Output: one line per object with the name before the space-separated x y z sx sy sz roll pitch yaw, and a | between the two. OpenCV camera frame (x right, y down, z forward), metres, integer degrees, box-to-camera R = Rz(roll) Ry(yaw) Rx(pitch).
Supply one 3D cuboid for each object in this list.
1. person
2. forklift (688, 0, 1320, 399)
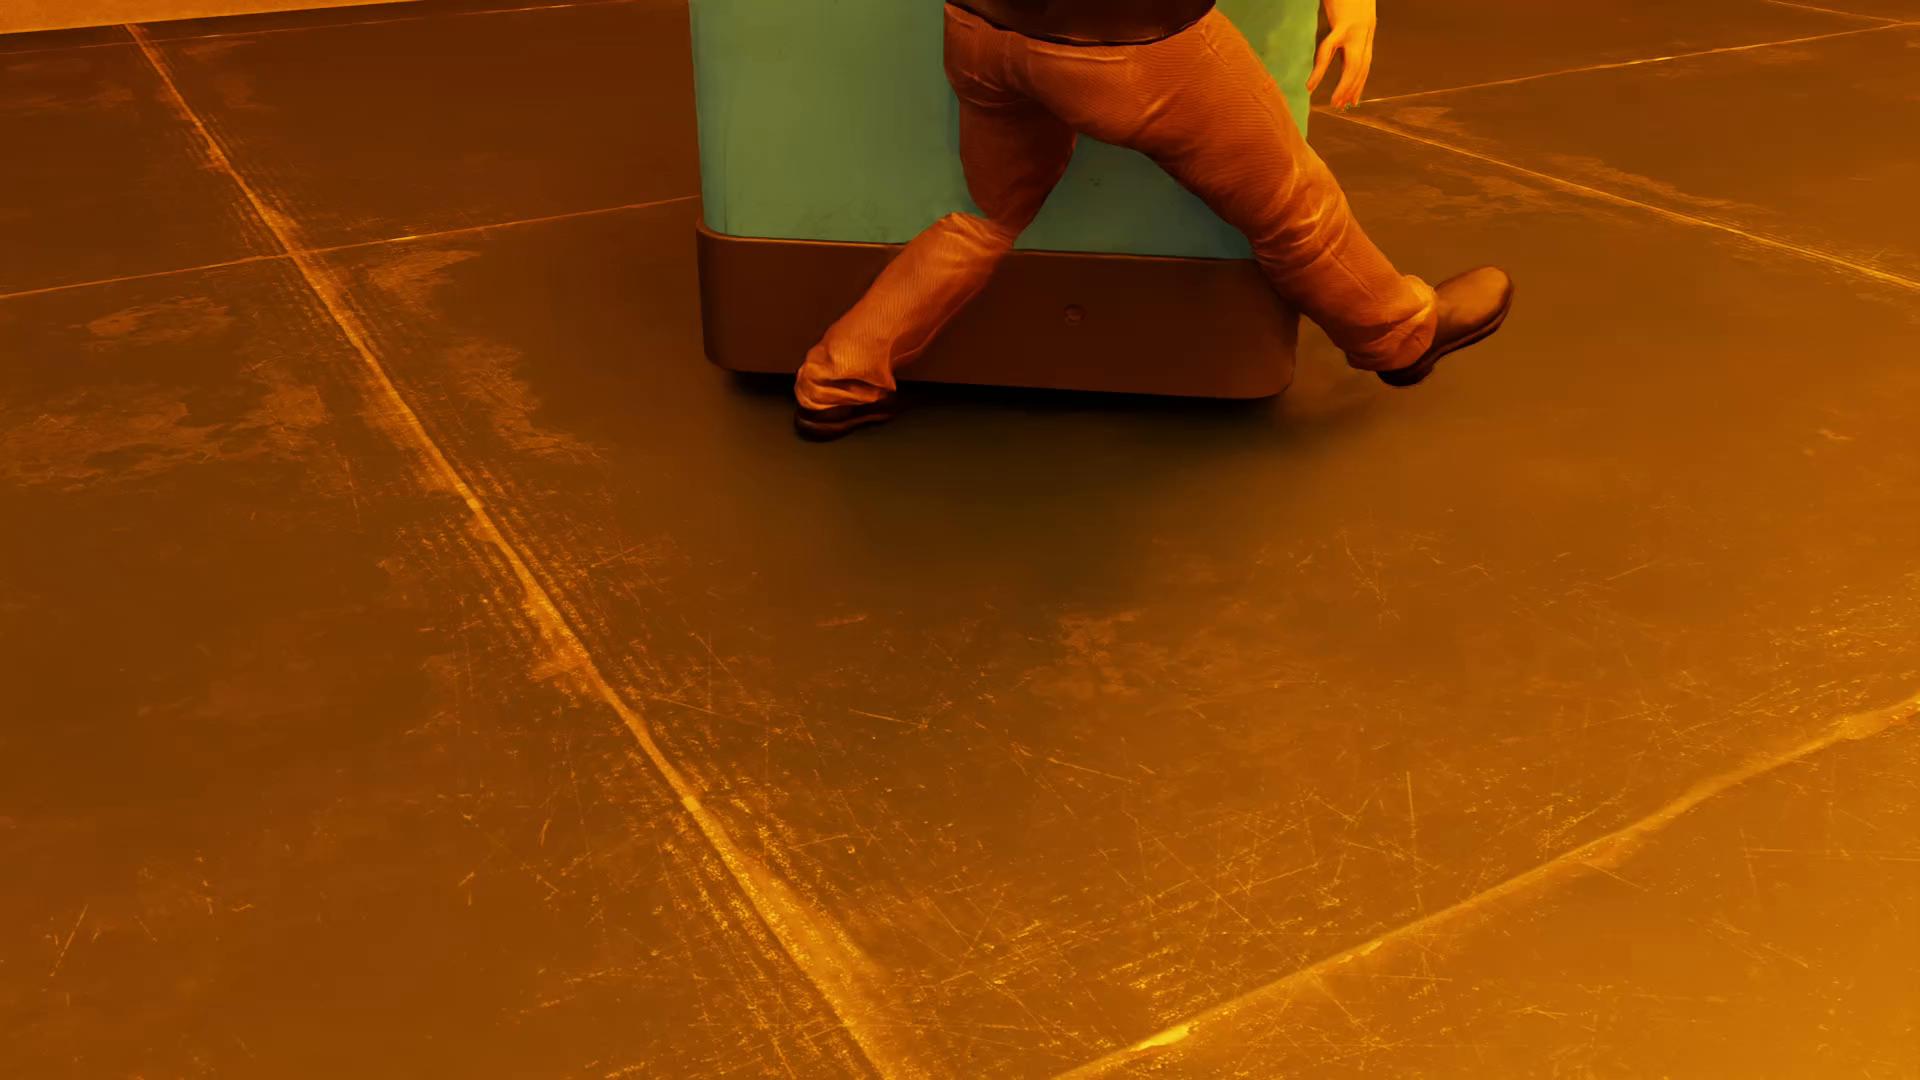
person | 0.376 -0.872 2.568 1.124 1.526 0.879 -20 33 -34
forklift | 0.273 -2.186 3.569 1.130 2.935 3.031 4 27 8
